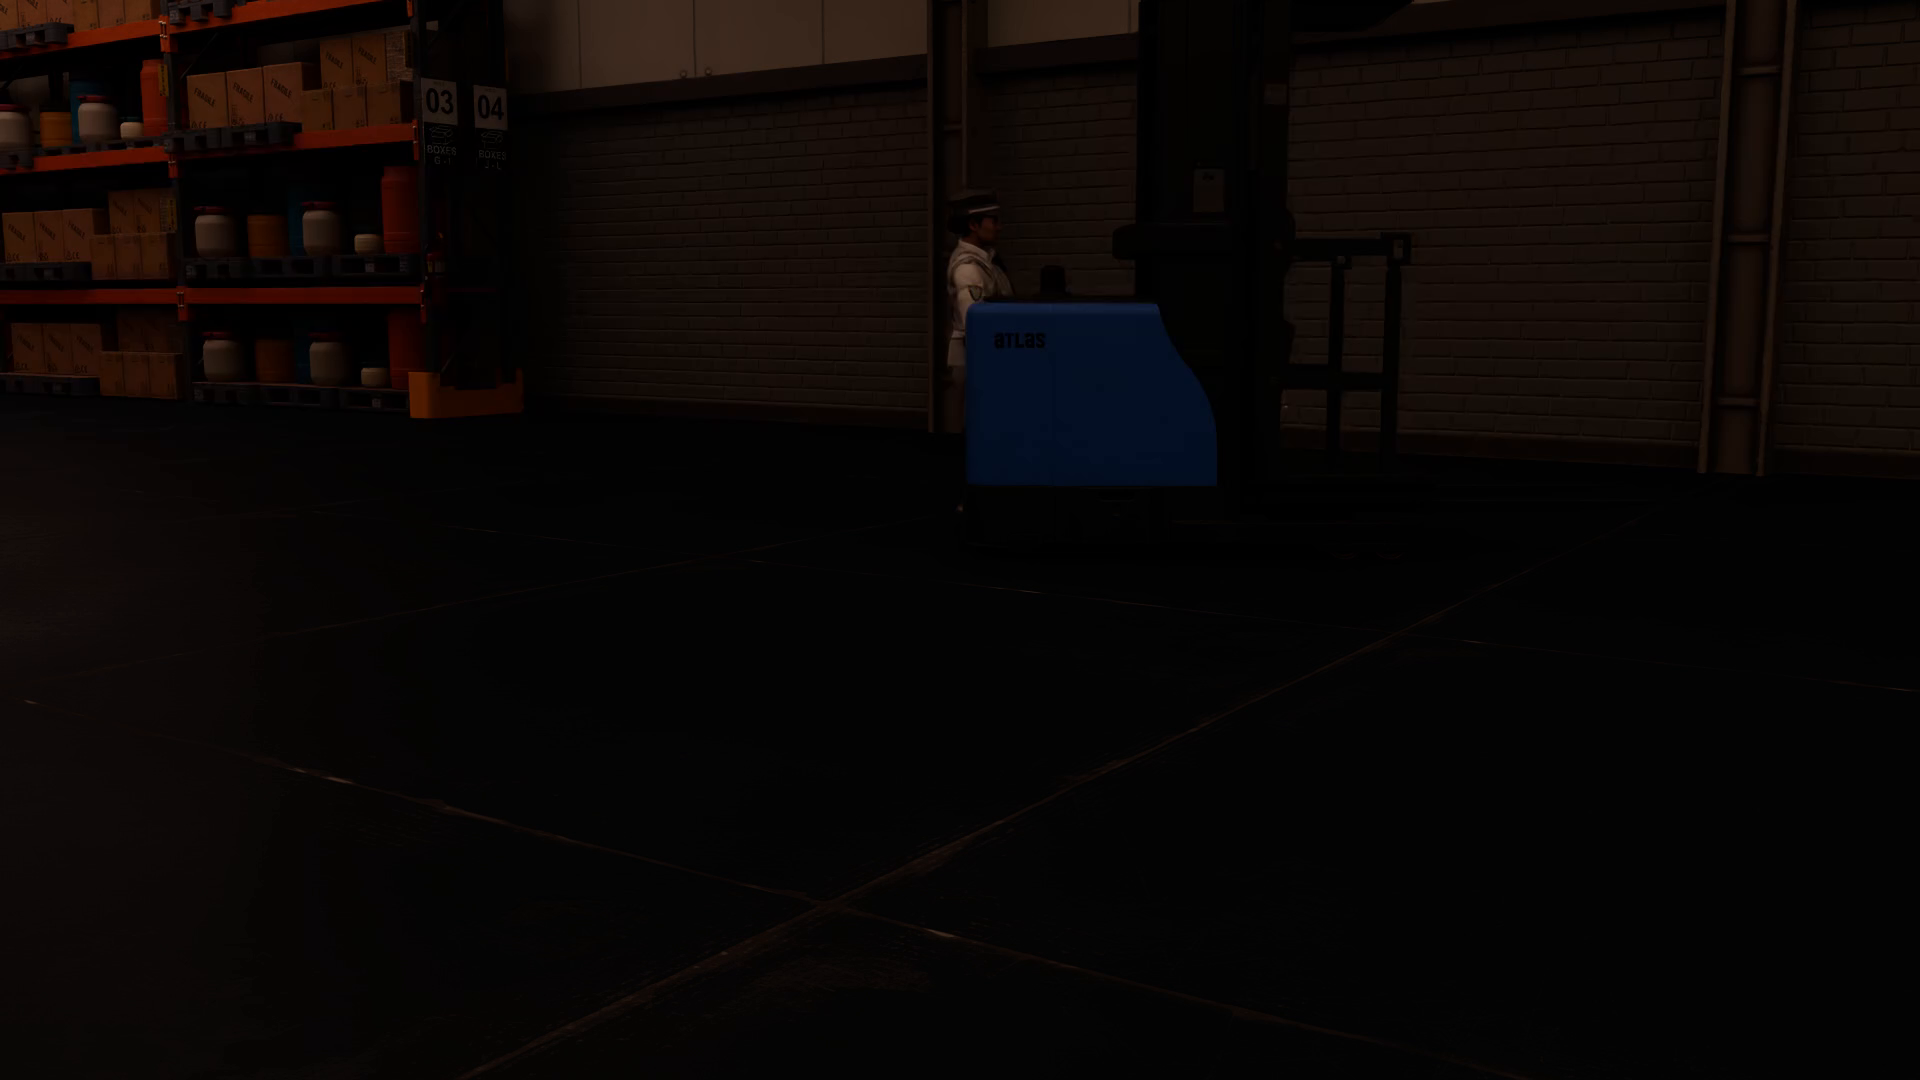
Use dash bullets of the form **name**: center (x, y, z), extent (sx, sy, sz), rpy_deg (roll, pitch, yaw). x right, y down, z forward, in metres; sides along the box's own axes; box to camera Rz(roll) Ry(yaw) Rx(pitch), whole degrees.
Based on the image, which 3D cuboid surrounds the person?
- **person**: center (0.151, -0.782, 7.475), extent (0.432, 1.582, 0.740), rpy_deg (1, 8, 7)

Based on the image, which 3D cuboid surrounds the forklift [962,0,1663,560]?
- **forklift**: center (1.528, -1.442, 7.335), extent (3.031, 2.935, 1.130), rpy_deg (0, 8, -1)
